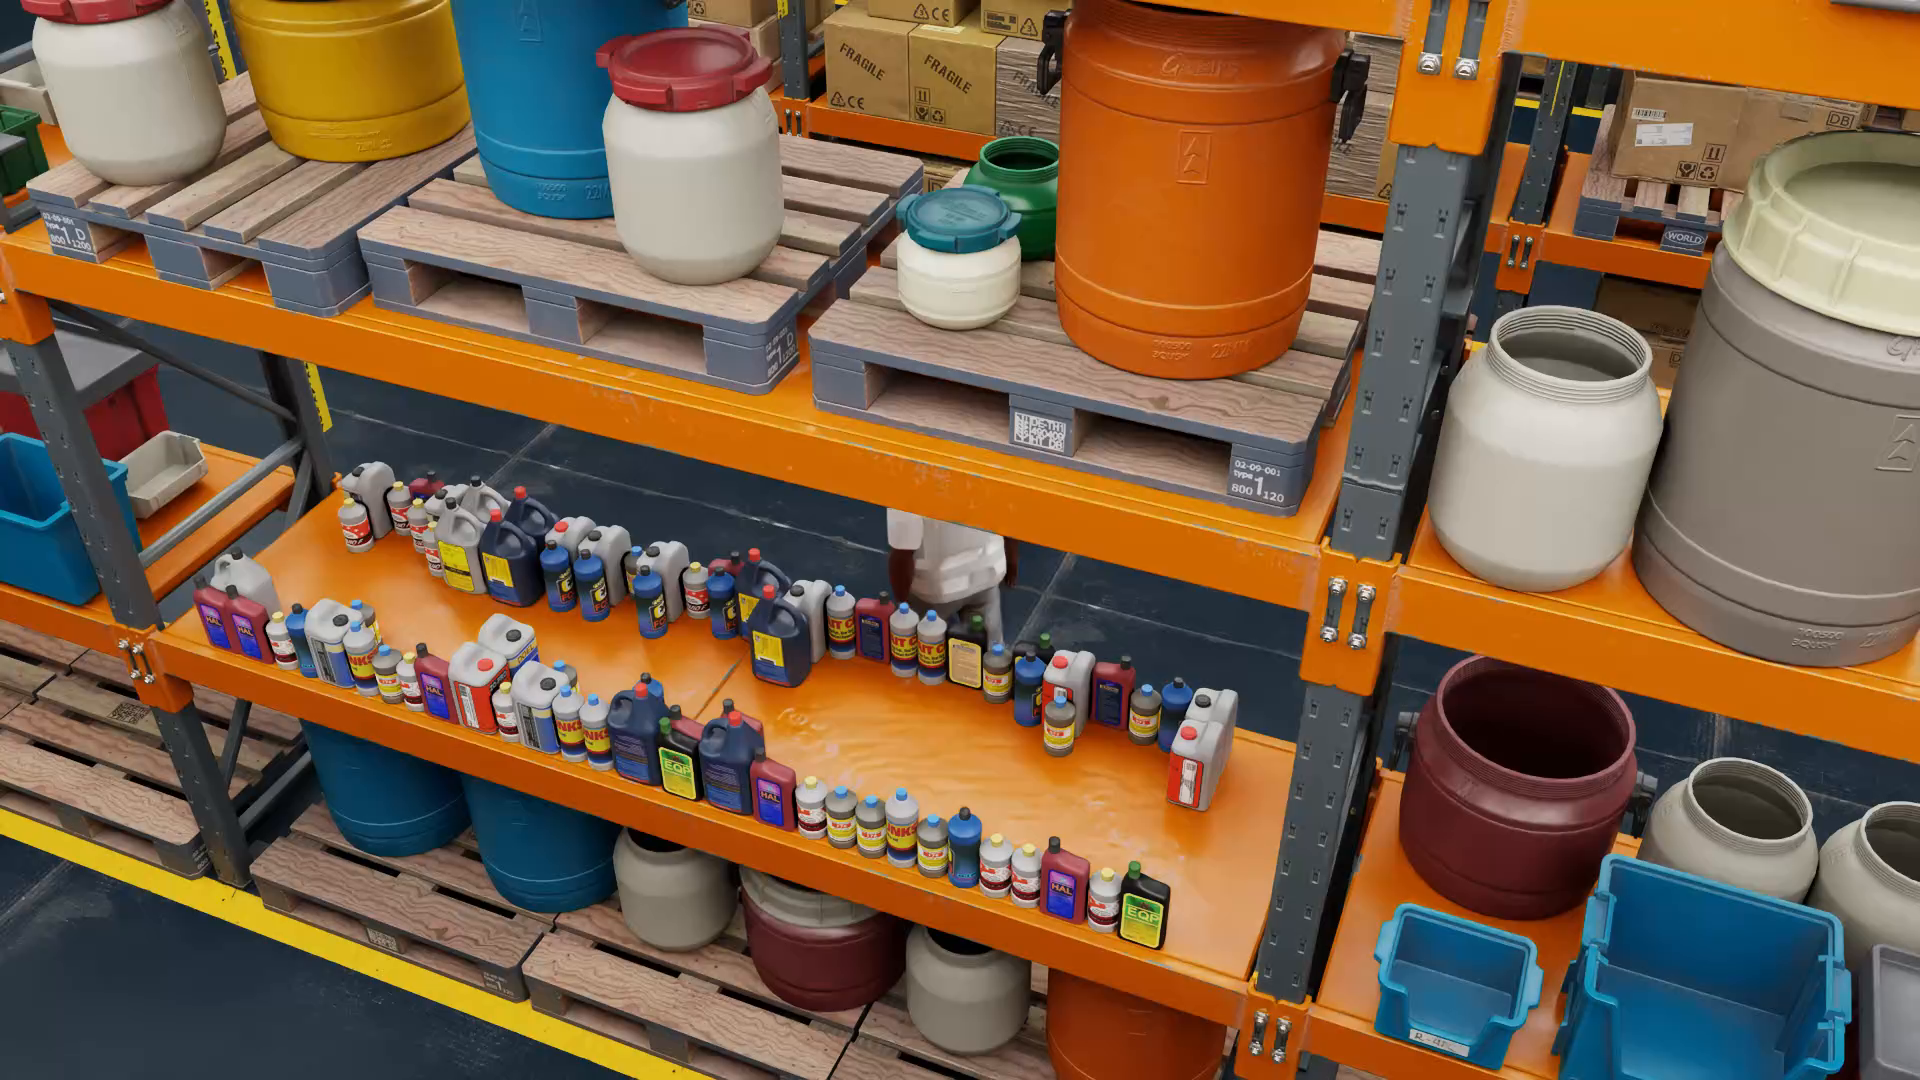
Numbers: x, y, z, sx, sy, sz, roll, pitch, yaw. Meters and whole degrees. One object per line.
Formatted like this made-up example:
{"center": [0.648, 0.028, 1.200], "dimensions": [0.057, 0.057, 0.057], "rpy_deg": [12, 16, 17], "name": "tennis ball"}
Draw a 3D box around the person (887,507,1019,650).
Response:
{"center": [-0.009, 0.167, 6.584], "dimensions": [0.597, 1.756, 0.567], "rpy_deg": [-17, 40, -21], "name": "person"}
